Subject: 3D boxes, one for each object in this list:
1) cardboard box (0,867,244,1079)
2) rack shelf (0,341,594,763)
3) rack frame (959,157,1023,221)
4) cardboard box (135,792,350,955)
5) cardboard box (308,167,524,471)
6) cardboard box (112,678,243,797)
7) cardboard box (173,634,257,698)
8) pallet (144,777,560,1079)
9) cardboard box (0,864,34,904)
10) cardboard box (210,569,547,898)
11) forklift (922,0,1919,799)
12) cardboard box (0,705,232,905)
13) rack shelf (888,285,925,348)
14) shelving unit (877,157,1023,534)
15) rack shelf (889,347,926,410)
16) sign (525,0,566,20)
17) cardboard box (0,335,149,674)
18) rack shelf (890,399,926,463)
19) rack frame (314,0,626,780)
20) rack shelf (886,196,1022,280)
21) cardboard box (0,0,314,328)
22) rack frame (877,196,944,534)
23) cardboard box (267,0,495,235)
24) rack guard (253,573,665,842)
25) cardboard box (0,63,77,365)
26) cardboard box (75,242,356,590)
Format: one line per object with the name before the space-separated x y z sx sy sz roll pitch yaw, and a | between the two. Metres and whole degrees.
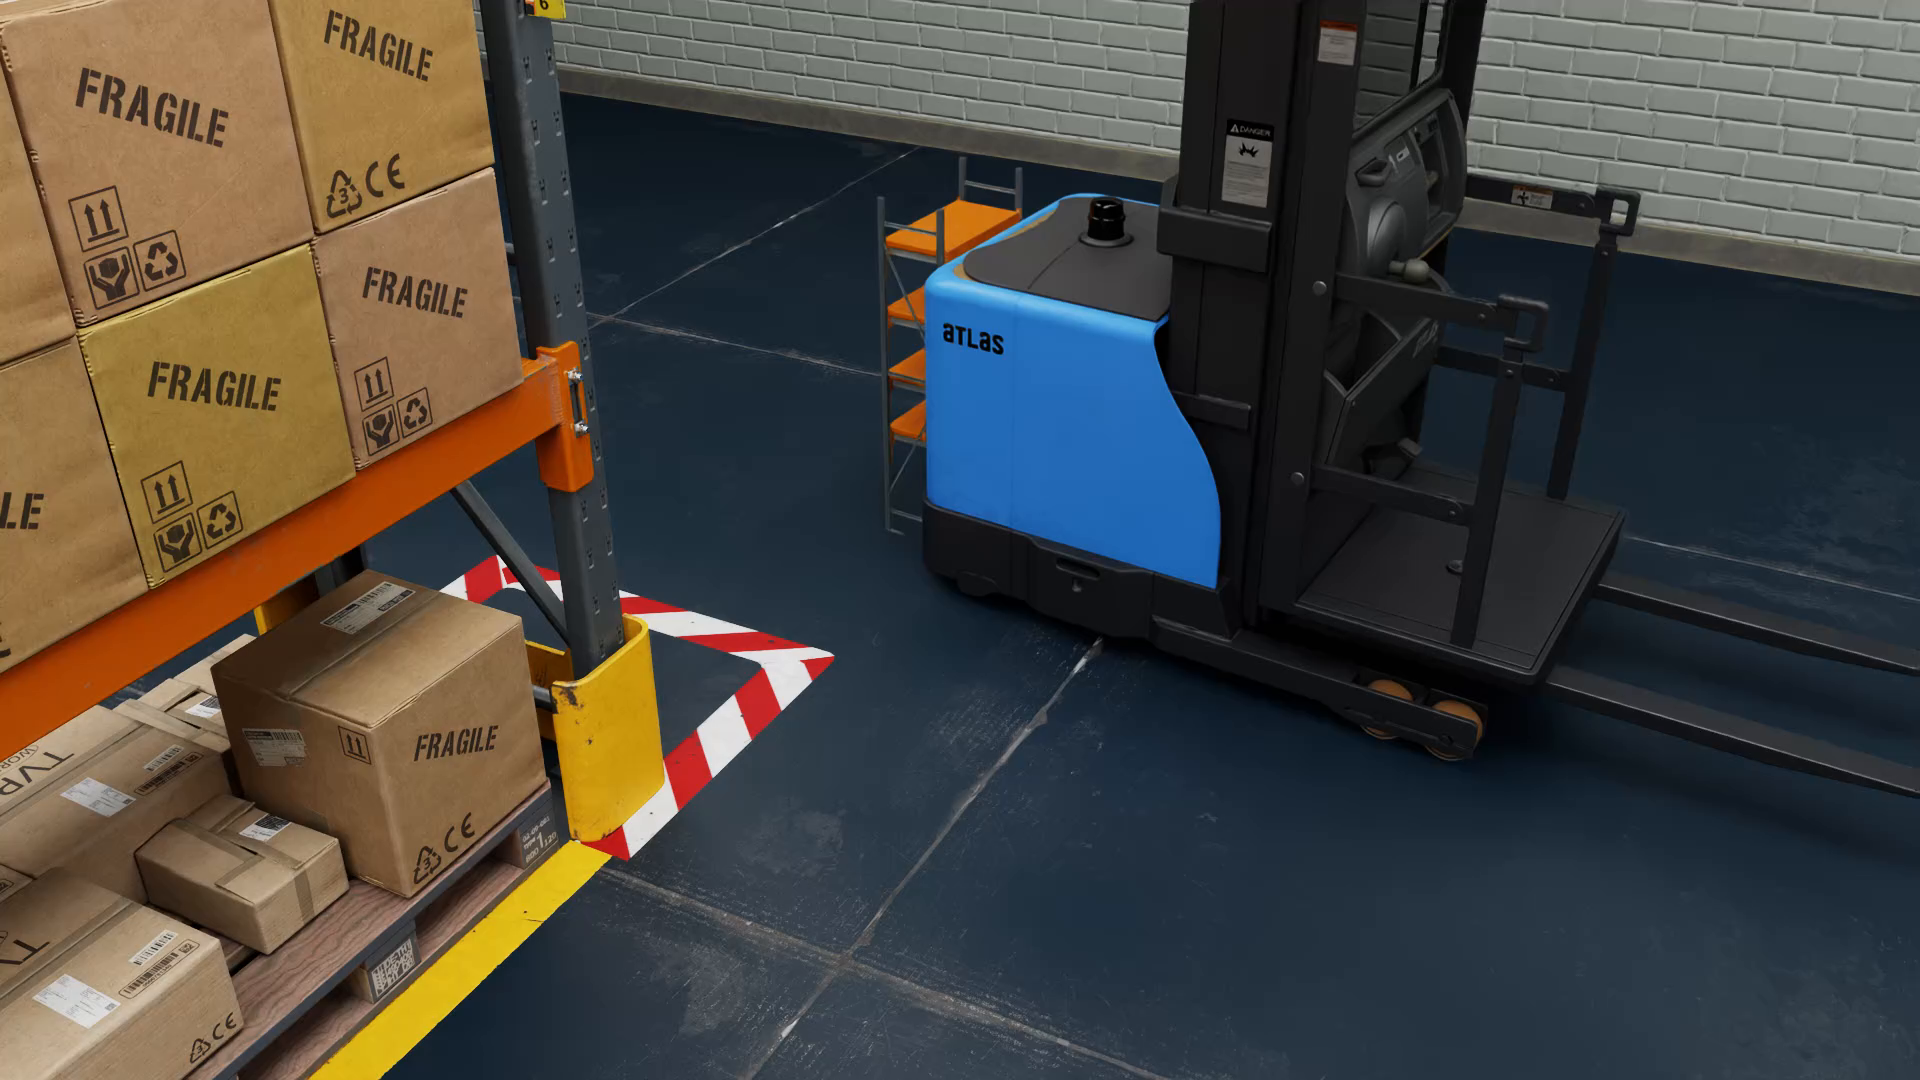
cardboard box | -1.844 0.975 3.360 0.500 0.250 0.500 14 33 23
rack shelf | -2.267 0.460 2.659 1.077 0.370 4.000 14 33 23
rack frame | 0.102 -0.732 5.819 0.240 1.200 0.015 17 34 27
cardboard box | -1.649 0.756 3.825 0.380 0.166 0.250 14 33 23
cardboard box | -1.318 -0.521 3.545 0.500 0.500 0.500 15 33 25
cardboard box | -1.966 0.518 4.239 0.380 0.166 0.250 14 33 23
cardboard box | -1.853 0.415 4.436 0.380 0.149 0.250 14 33 23
pallet | -1.753 0.859 4.043 1.003 0.211 1.213 14 33 23
cardboard box | -2.312 0.883 3.519 0.500 0.250 0.500 14 33 23
cardboard box | -1.384 0.452 4.019 0.500 0.500 0.500 14 33 23
forklift | 1.401 -0.954 4.468 3.031 2.935 1.130 17 34 27
cardboard box | -2.084 0.662 3.905 0.500 0.250 0.500 14 33 23
rack shelf | -0.026 -0.764 5.561 0.258 0.148 0.480 17 34 27
shelving unit | -0.026 -0.628 5.639 0.258 1.200 0.503 17 34 27
rack shelf | -0.026 -0.570 5.672 0.258 0.148 0.480 17 34 27
sign | -0.871 -1.243 3.422 0.100 0.325 0.005 14 33 23
cardboard box | -1.783 -0.071 2.760 0.500 0.500 0.500 15 33 24
rack shelf | -0.026 -0.398 5.771 0.258 0.148 0.480 17 34 27
rack frame | -1.356 -0.738 4.023 1.000 3.000 0.127 14 33 23
rack shelf | -0.026 -0.969 5.443 0.258 0.148 0.480 17 34 27
cardboard box | -1.543 -0.731 2.907 0.500 0.500 0.500 15 33 25
rack frame | -0.154 -0.525 5.459 0.240 1.200 0.015 17 34 27
cardboard box | -1.314 -0.955 3.297 0.500 0.500 0.500 14 33 23
rack guard | -1.390 0.379 4.587 1.175 0.500 0.348 14 33 23
cardboard box | -1.775 -0.500 2.505 0.500 0.500 0.500 15 33 25
cardboard box | -1.551 -0.290 3.143 0.500 0.500 0.500 15 33 24
